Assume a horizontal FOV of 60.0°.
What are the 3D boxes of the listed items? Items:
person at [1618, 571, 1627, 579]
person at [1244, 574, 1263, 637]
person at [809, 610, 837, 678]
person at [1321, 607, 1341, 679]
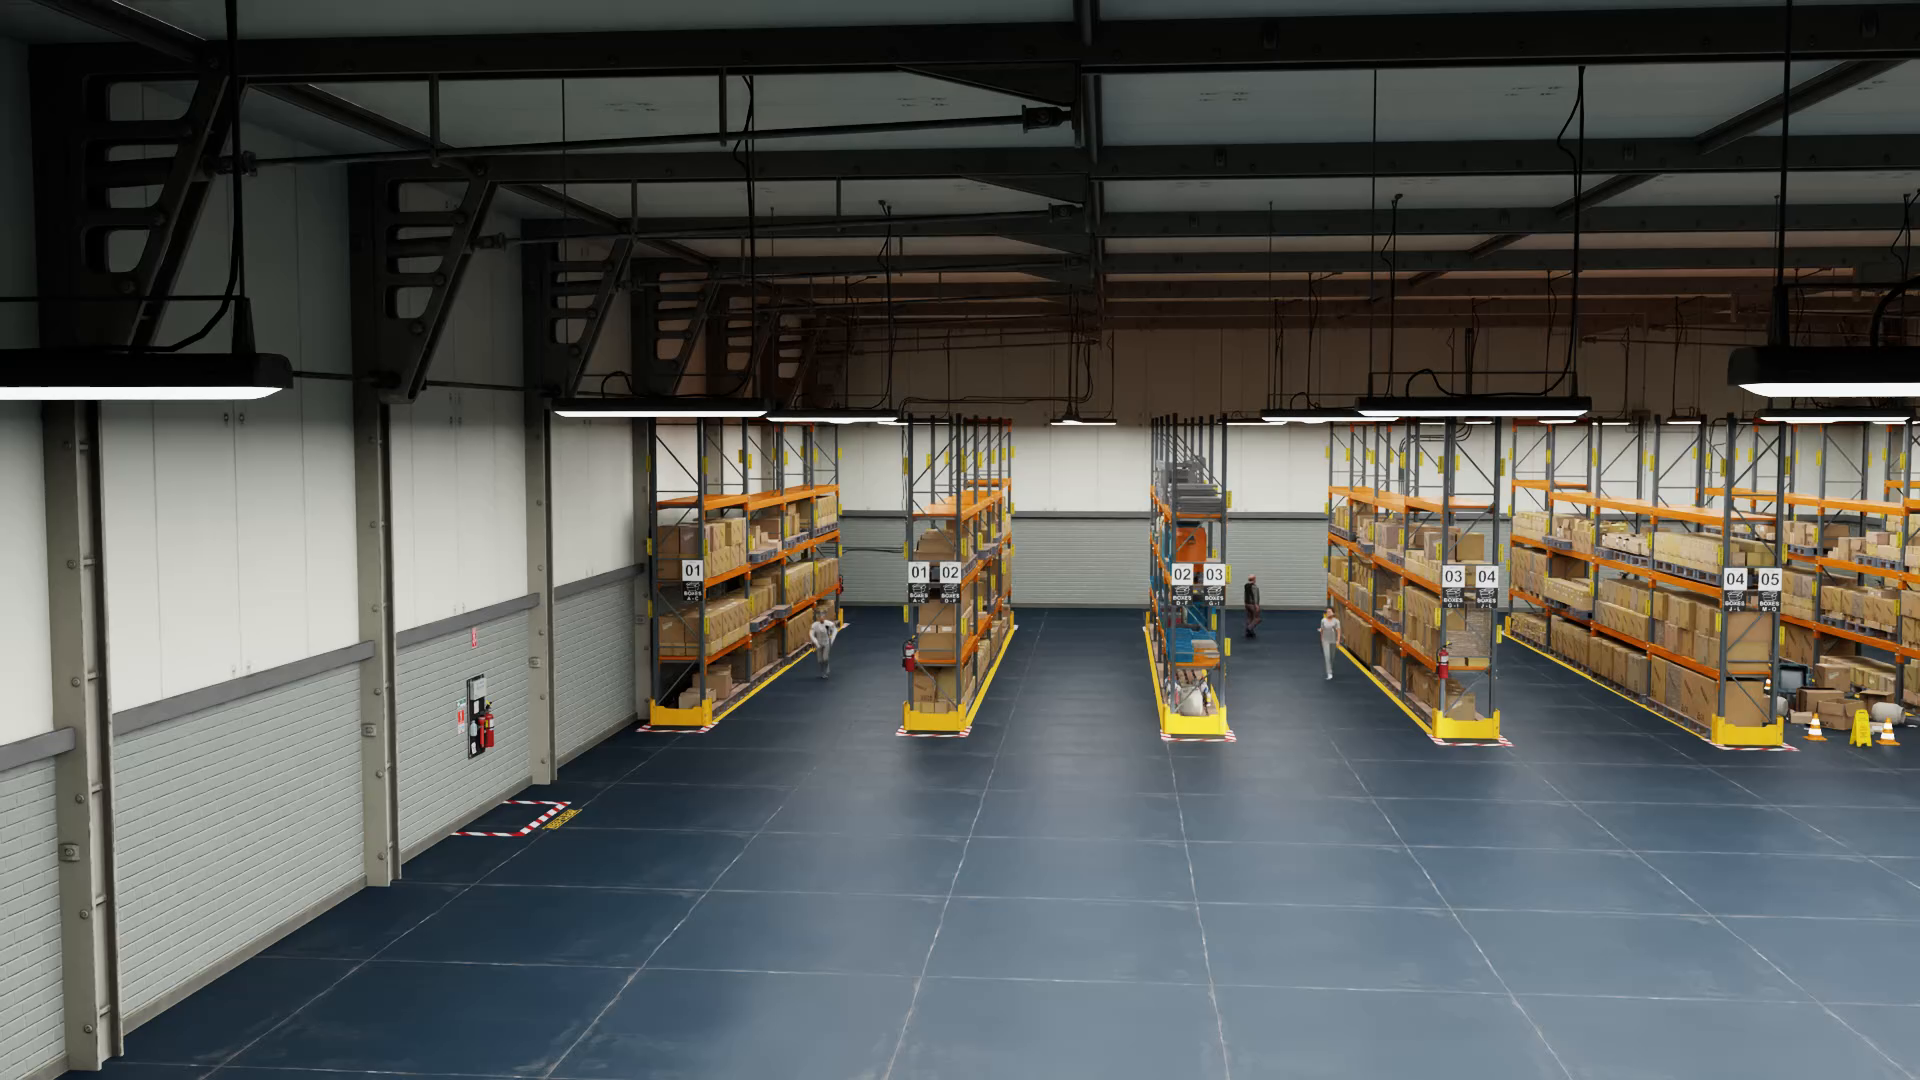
[{"bbox_3d":[18.949,1.692,47.509,0.934,1.643,0.482,0,4,1],"label":"person"},{"bbox_3d":[7.970,1.793,45.489,0.476,1.718,0.552,-2,4,-25],"label":"person"},{"bbox_3d":[-3.120,2.369,37.943,0.608,1.602,0.664,0,4,7],"label":"person"},{"bbox_3d":[8.502,2.334,38.109,0.425,1.611,1.058,0,4,2],"label":"person"}]
